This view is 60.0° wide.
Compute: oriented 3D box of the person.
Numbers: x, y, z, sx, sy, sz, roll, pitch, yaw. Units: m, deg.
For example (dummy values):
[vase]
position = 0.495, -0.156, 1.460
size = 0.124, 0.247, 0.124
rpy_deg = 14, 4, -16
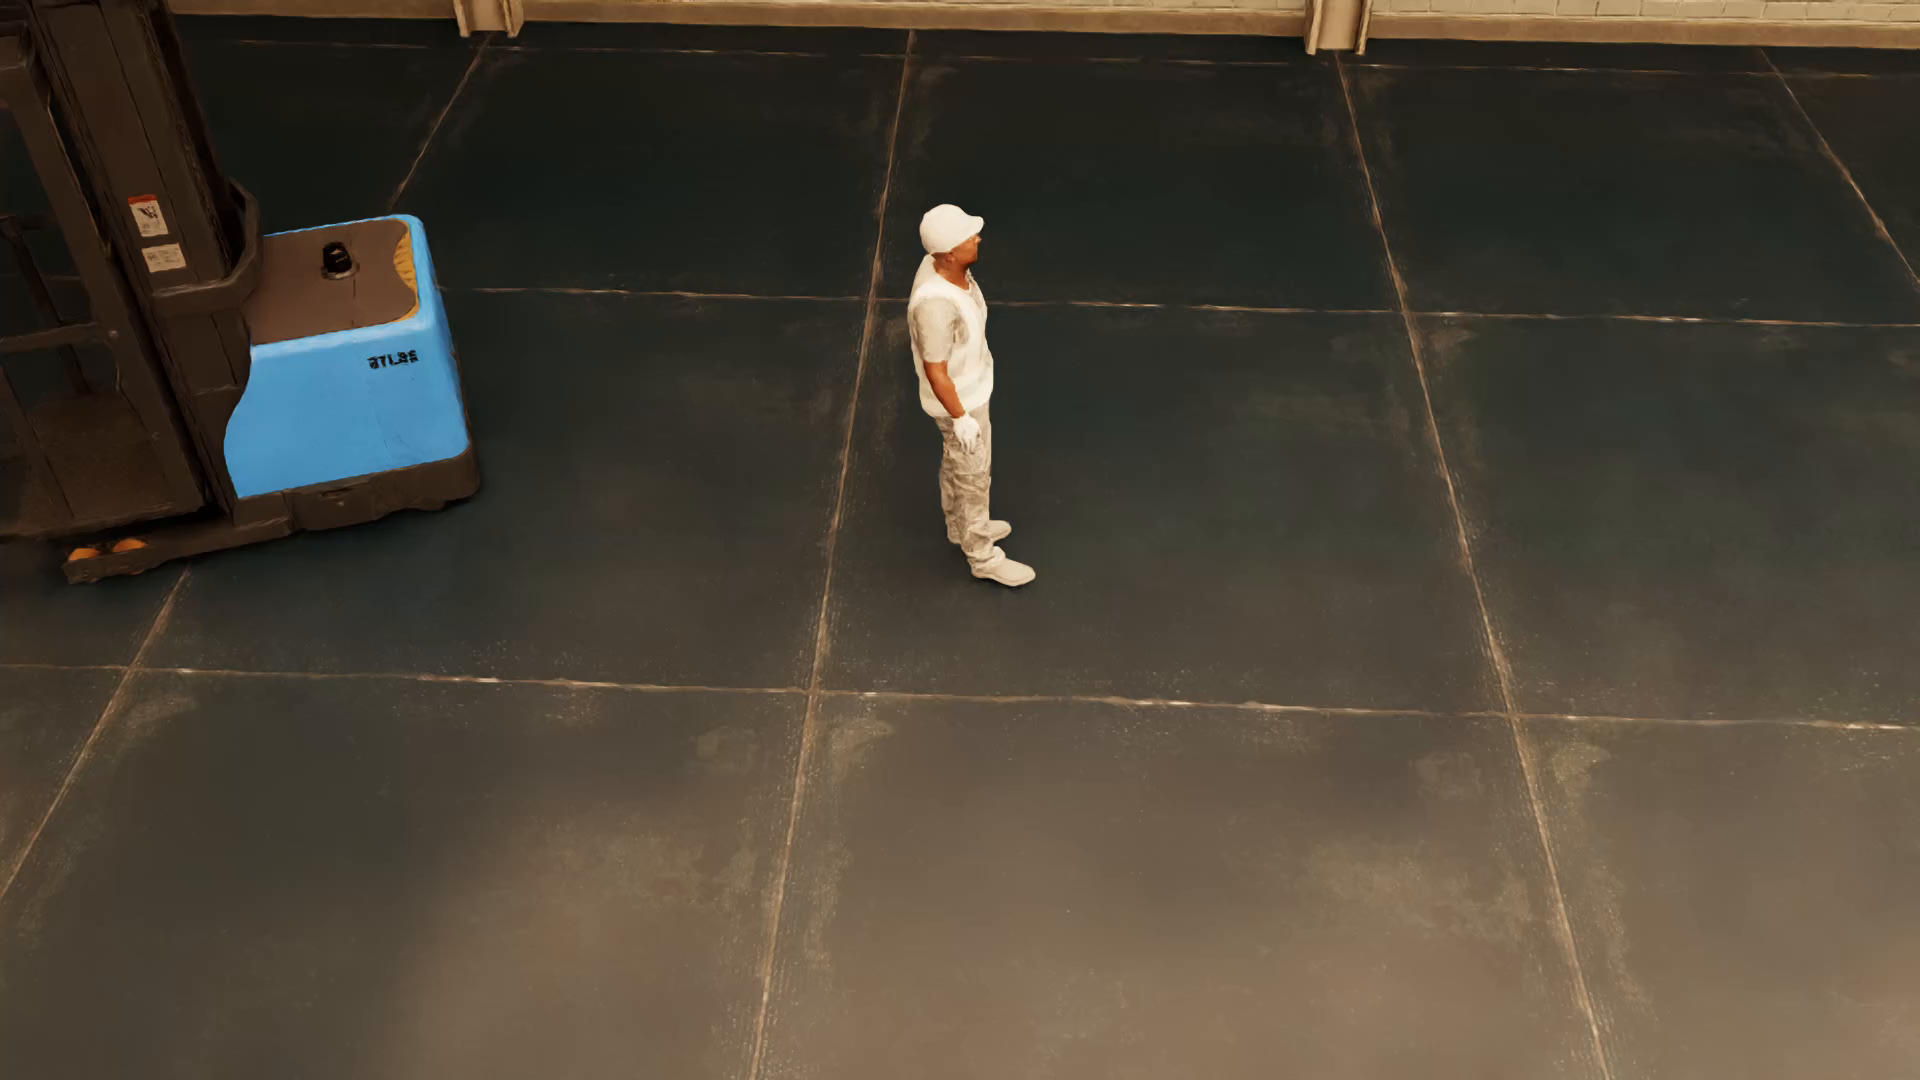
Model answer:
[person]
position = 0.072, -0.656, 7.302
size = 0.576, 1.782, 0.655
rpy_deg = 2, 42, 2

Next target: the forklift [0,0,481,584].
[forklift]
position = -3.912, -1.283, 7.148
size = 3.031, 2.935, 1.130
rpy_deg = -12, 44, -13
